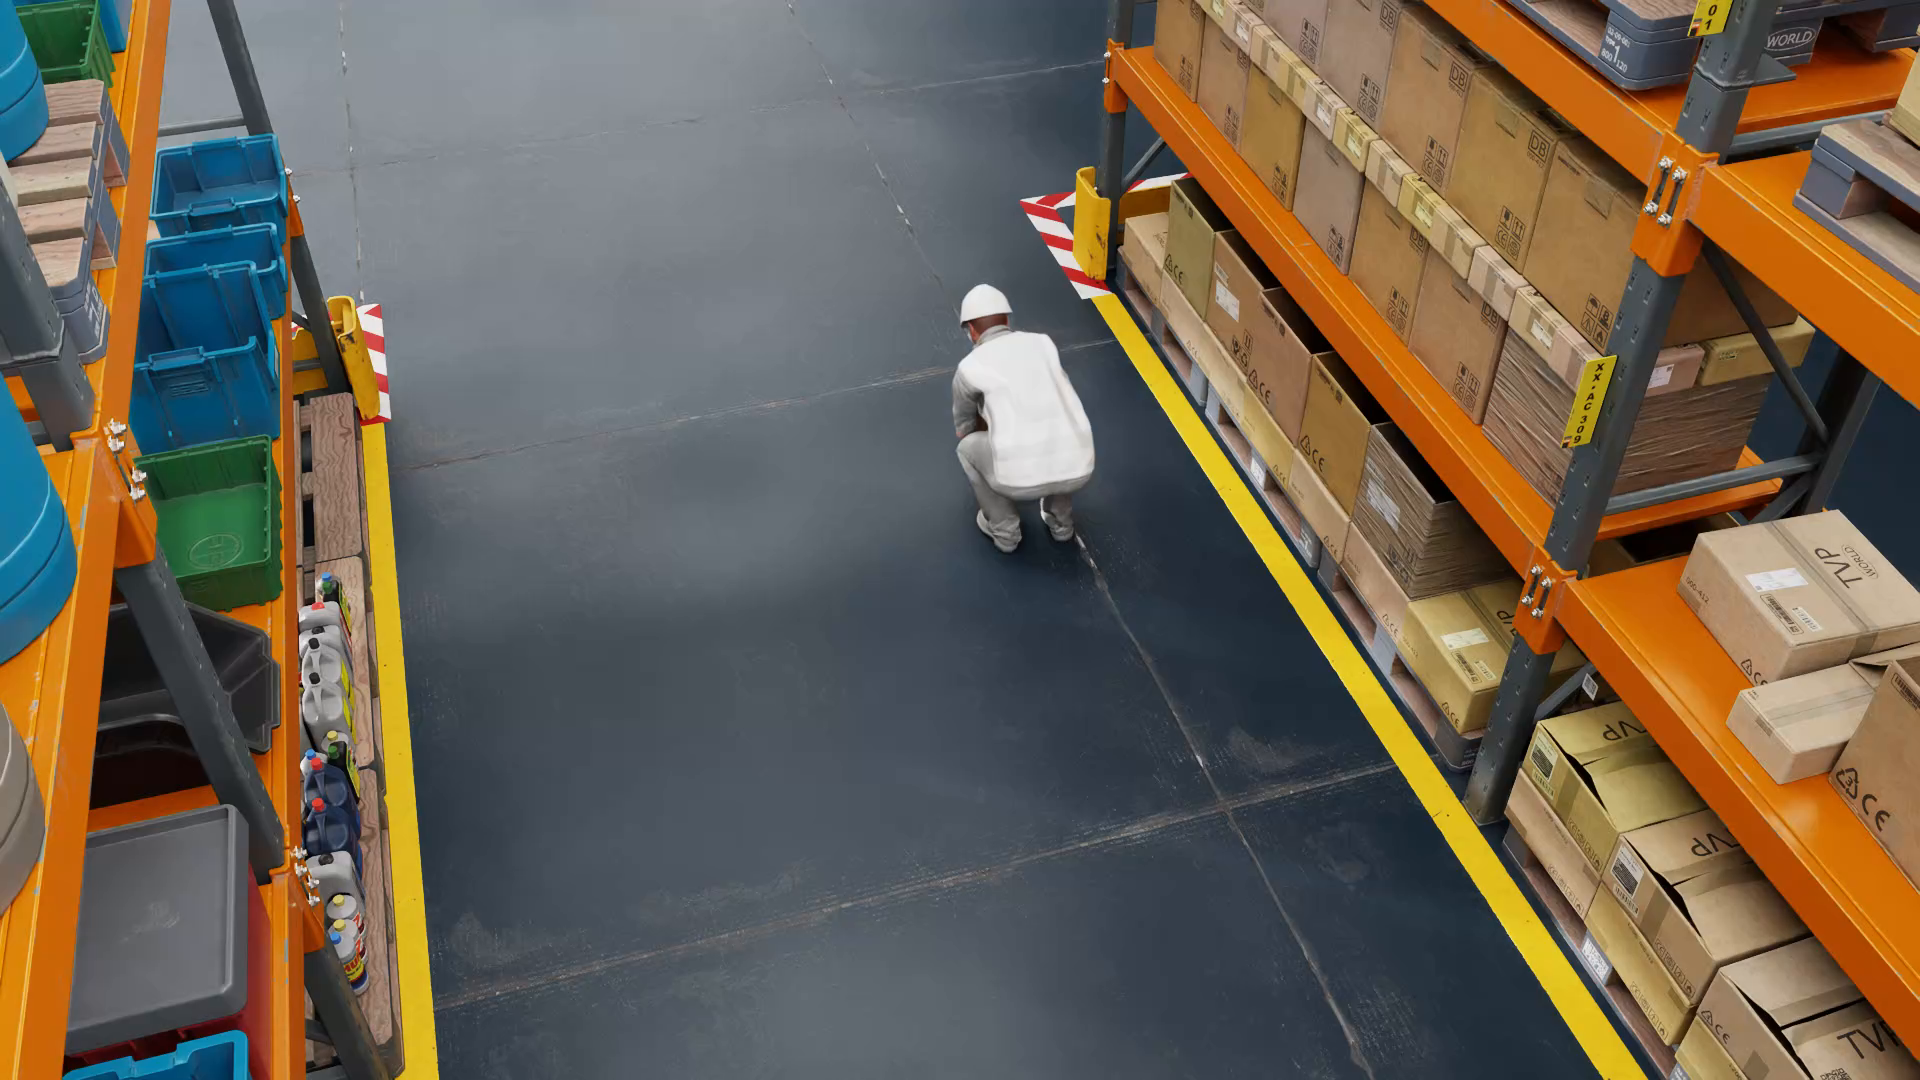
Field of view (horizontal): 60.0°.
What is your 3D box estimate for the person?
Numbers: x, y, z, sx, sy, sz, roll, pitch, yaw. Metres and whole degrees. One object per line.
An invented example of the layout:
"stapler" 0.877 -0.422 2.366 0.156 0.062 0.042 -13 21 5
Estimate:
"person" 0.251 -0.508 7.285 0.491 1.011 0.880 -13 44 -14
